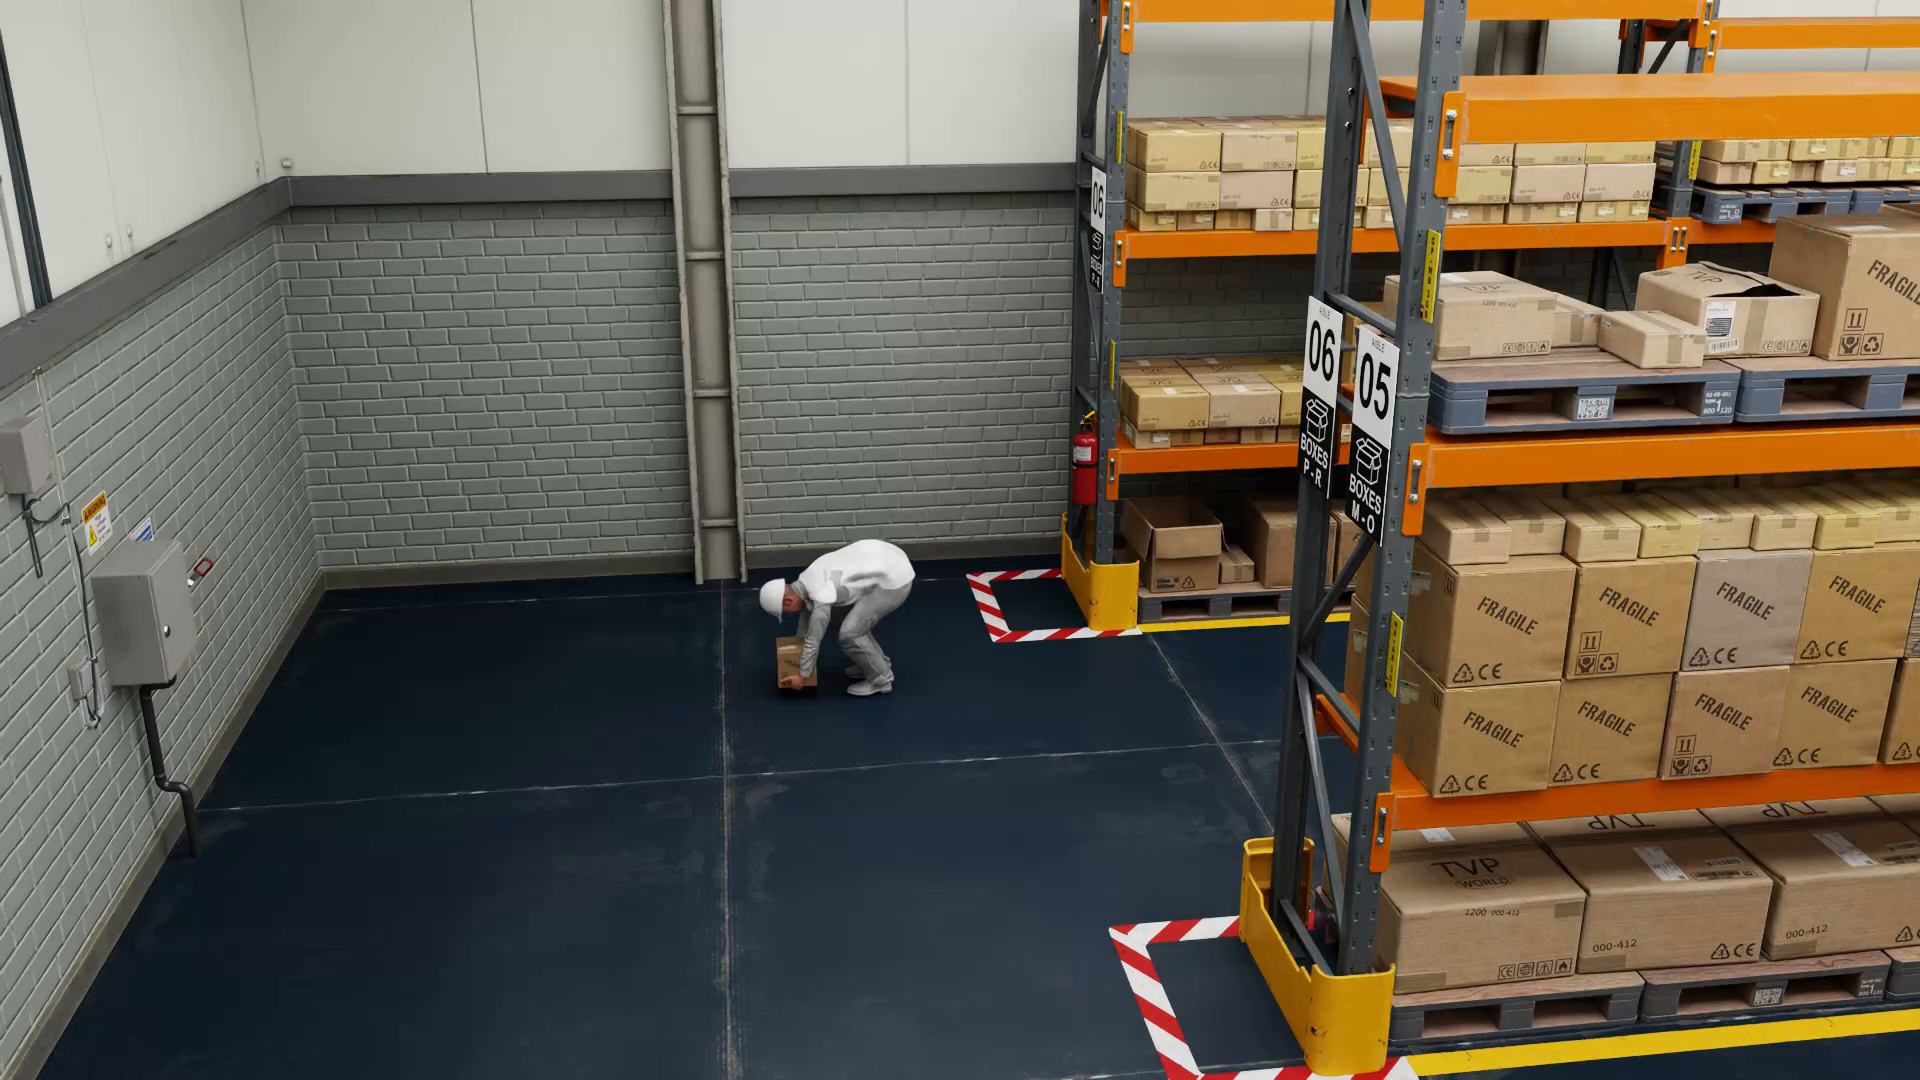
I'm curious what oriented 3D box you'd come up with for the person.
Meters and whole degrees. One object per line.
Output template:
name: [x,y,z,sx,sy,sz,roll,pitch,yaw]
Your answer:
person: [-0.794,0.502,10.797,0.997,0.988,0.508,-4,20,-10]
